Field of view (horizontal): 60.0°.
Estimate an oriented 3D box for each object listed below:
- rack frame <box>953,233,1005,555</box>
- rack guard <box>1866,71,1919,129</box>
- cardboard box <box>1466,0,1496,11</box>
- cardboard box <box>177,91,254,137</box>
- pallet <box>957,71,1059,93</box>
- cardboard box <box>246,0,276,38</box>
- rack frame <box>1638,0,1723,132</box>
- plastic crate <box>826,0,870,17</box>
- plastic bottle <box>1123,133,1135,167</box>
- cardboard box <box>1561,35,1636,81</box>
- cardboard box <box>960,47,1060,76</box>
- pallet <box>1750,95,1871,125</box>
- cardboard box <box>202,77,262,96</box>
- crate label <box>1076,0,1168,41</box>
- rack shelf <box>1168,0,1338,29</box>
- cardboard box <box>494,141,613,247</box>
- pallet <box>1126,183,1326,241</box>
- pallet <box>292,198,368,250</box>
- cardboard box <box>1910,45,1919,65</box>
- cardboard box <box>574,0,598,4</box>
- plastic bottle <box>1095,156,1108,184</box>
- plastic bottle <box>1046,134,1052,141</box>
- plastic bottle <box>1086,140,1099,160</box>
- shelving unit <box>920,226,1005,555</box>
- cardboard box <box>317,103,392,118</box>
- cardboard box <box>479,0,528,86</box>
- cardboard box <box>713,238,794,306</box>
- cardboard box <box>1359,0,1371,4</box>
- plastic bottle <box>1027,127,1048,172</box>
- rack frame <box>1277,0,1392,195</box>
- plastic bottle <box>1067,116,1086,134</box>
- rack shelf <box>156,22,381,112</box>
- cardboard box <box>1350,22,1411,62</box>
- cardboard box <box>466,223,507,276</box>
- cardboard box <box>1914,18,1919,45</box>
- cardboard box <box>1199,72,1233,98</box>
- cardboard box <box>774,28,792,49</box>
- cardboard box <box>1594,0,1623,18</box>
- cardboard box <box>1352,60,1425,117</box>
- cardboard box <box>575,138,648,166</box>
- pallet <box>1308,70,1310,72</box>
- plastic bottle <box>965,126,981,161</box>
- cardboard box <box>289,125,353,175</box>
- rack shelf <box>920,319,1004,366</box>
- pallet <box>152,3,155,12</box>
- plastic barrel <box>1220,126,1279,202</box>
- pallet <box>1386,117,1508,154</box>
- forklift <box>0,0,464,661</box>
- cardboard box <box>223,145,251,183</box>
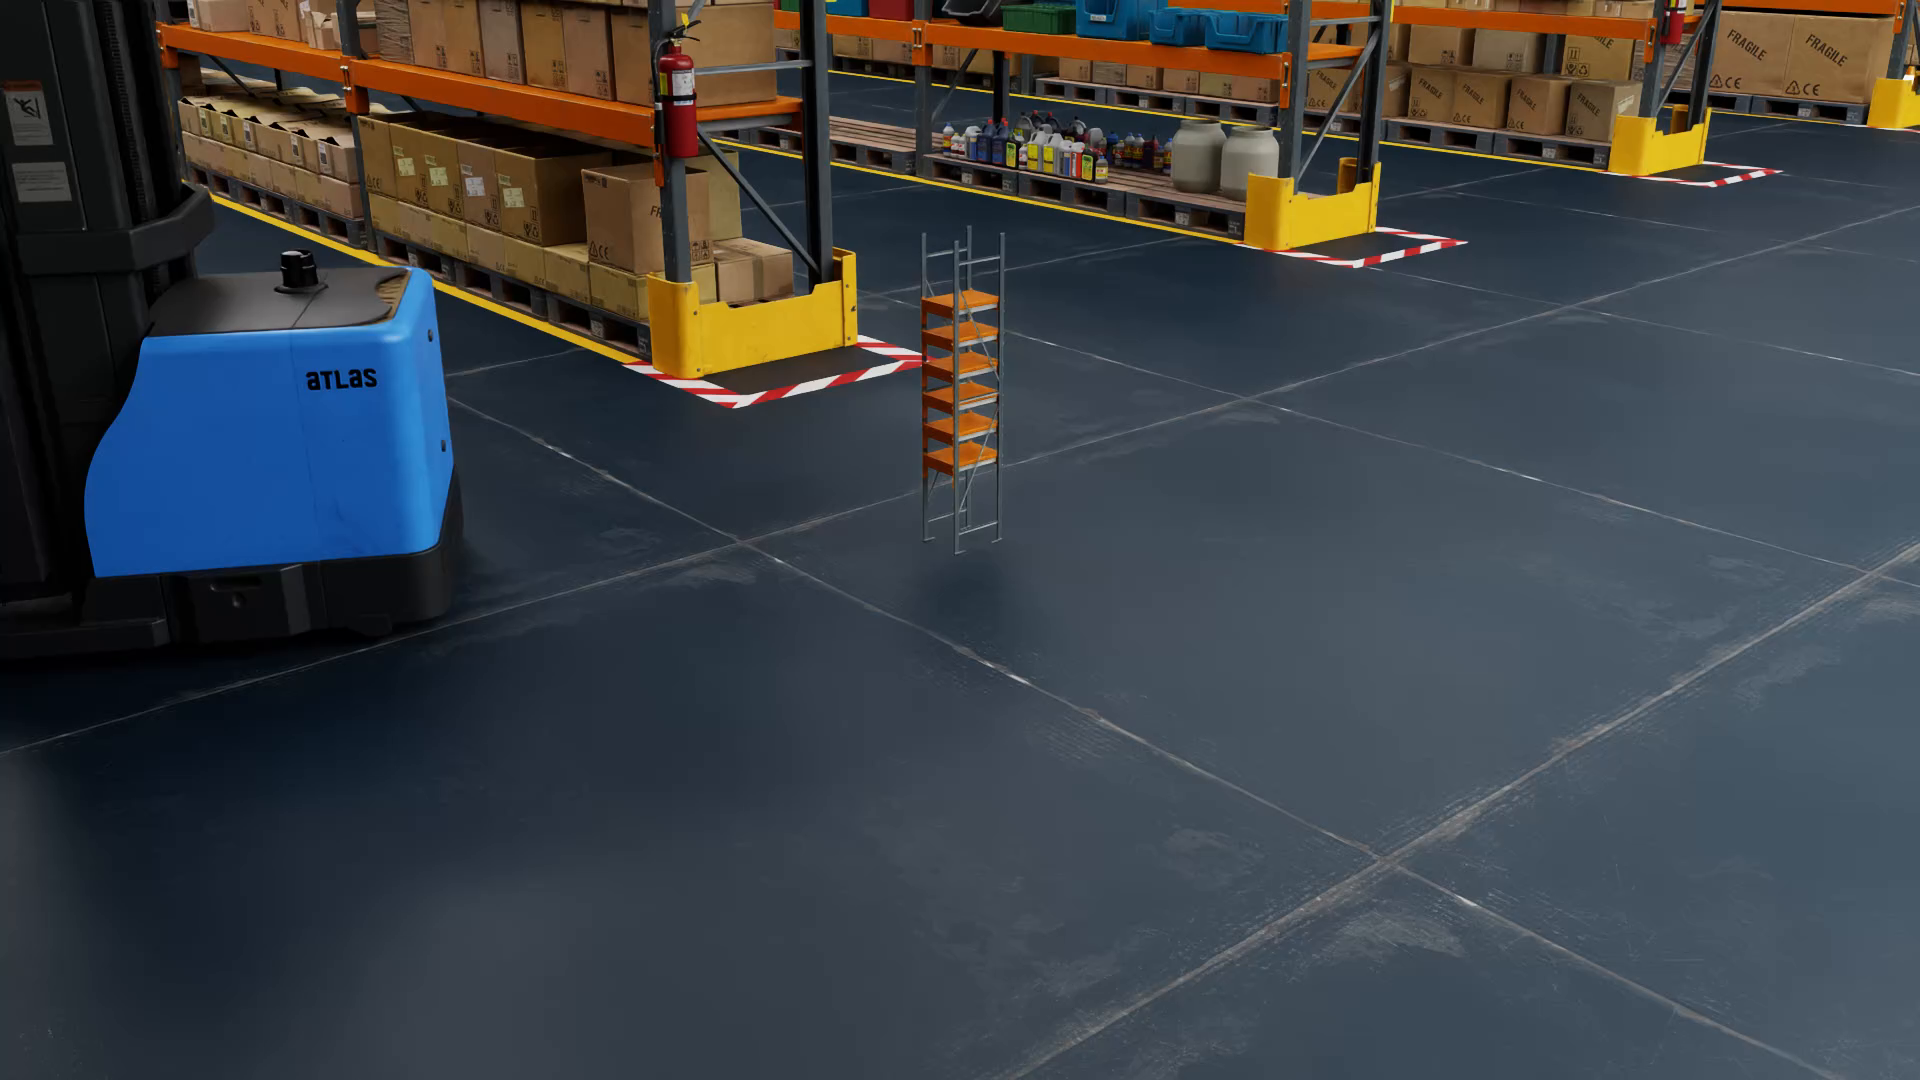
[{"bbox_3d":[0.069,-0.529,6.190,0.240,1.200,0.006,-17,27,-37],"label":"rack frame"},{"bbox_3d":[10.230,-4.753,17.935,1.175,0.500,0.348,-17,27,-37],"label":"rack guard"},{"bbox_3d":[4.990,-5.073,15.668,0.380,0.149,0.250,-17,27,-37],"label":"cardboard box"},{"bbox_3d":[-6.219,-3.586,13.952,0.500,0.311,0.500,-16,27,-36],"label":"cardboard box"},{"bbox_3d":[0.712,-5.919,21.306,1.003,0.211,1.213,-17,27,-37],"label":"pallet"},{"bbox_3d":[-5.230,-4.211,12.985,0.500,0.500,0.500,-19,29,-40],"label":"cardboard box"},{"bbox_3d":[6.391,-4.771,14.552,1.000,3.000,0.127,-17,27,-37],"label":"rack frame"},{"bbox_3d":[-0.928,-4.920,14.955,0.392,0.384,0.575,-17,27,-37],"label":"plastic crate"},{"bbox_3d":[1.402,-3.224,13.740,0.097,0.271,0.097,0,21,0],"label":"plastic bottle"},{"bbox_3d":[7.961,-6.045,20.142,0.875,0.875,0.875,-17,27,-37],"label":"cardboard box"},{"bbox_3d":[0.734,-6.383,21.006,1.225,0.875,0.875,-19,28,-40],"label":"cardboard box"},{"bbox_3d":[9.633,-4.828,18.521,1.003,0.211,1.213,-17,27,-37],"label":"pallet"},{"bbox_3d":[-6.765,-4.002,15.413,0.500,0.500,0.500,-19,28,-39],"label":"cardboard box"},{"bbox_3d":[1.233,-4.053,12.669,0.502,0.435,0.616,-17,27,-37],"label":"crate label"},{"bbox_3d":[2.475,-6.094,18.916,1.077,0.370,4.000,-17,27,-37],"label":"rack shelf"},{"bbox_3d":[-2.355,-2.028,9.716,0.500,0.500,0.500,-17,27,-37],"label":"cardboard box"},{"bbox_3d":[2.027,-2.529,12.652,1.003,0.211,1.213,-17,27,-37],"label":"pallet"},{"bbox_3d":[-4.238,-2.415,12.360,1.003,0.211,1.213,-17,27,-37],"label":"pallet"},{"bbox_3d":[12.835,-6.350,21.777,0.500,0.250,0.500,-17,27,-37],"label":"cardboard box"},{"bbox_3d":[-1.849,-2.965,8.915,0.380,0.149,0.250,-18,28,-38],"label":"cardboard box"},{"bbox_3d":[1.108,-2.897,13.001,0.097,0.201,0.097,0,21,0],"label":"plastic bottle"},{"bbox_3d":[0.737,-3.185,13.633,0.152,0.276,0.135,-17,27,-37],"label":"plastic bottle"},{"bbox_3d":[1.045,-3.037,13.246,0.061,0.283,0.133,-17,27,-37],"label":"plastic bottle"},{"bbox_3d":[0.009,-0.555,6.255,0.258,1.200,0.189,-17,27,-37],"label":"shelving unit"},{"bbox_3d":[-4.813,-3.293,13.205,0.500,0.311,0.500,-17,27,-36],"label":"cardboard box"},{"bbox_3d":[-2.424,-3.019,9.943,0.700,0.500,0.500,-16,27,-36],"label":"cardboard box"},{"bbox_3d":[-1.298,-1.530,9.472,0.500,0.250,0.500,-17,27,-37],"label":"cardboard box"},{"bbox_3d":[4.200,-5.427,16.571,0.380,0.149,0.250,-17,27,-37],"label":"cardboard box"},{"bbox_3d":[0.641,-3.177,13.512,0.144,0.351,0.185,-18,27,-38],"label":"plastic bottle"},{"bbox_3d":[2.639,-3.592,11.542,1.000,3.000,0.127,-17,27,-37],"label":"rack frame"},{"bbox_3d":[1.003,-3.417,14.124,0.144,0.351,0.185,-18,27,-38],"label":"plastic bottle"},{"bbox_3d":[-5.033,-3.737,12.898,1.077,0.370,4.000,-17,27,-37],"label":"rack shelf"},{"bbox_3d":[5.895,-6.852,22.374,1.050,0.750,0.750,-17,27,-37],"label":"cardboard box"},{"bbox_3d":[-2.678,-1.818,10.208,0.500,0.250,0.500,-17,27,-37],"label":"cardboard box"},{"bbox_3d":[12.835,-6.697,21.636,0.500,0.500,0.500,-16,27,-36],"label":"cardboard box"},{"bbox_3d":[3.099,-5.228,18.544,0.700,0.500,0.500,-18,27,-38],"label":"cardboard box"},{"bbox_3d":[-2.400,-7.743,24.477,0.875,0.875,0.875,-17,27,-37],"label":"cardboard box"},{"bbox_3d":[5.886,-4.753,14.850,0.380,0.149,0.250,-17,27,-37],"label":"cardboard box"},{"bbox_3d":[4.391,-4.631,17.047,0.500,0.500,0.500,-9,23,-21],"label":"cardboard box"},{"bbox_3d":[-1.962,-2.152,10.032,0.500,0.500,0.500,-17,27,-37],"label":"cardboard box"},{"bbox_3d":[5.450,-6.600,23.045,1.003,0.211,1.213,-17,27,-37],"label":"pallet"},{"bbox_3d":[0.136,-3.359,14.077,0.152,0.276,0.135,-16,27,-36],"label":"plastic bottle"},{"bbox_3d":[-4.553,-2.881,12.153,0.500,0.311,0.500,-17,27,-36],"label":"cardboard box"},{"bbox_3d":[0.009,-0.737,6.184,0.258,0.103,0.180,-17,27,-37],"label":"rack shelf"},{"bbox_3d":[-7.611,-5.071,15.581,1.003,0.211,1.213,-17,27,-37],"label":"pallet"},{"bbox_3d":[2.151,-2.793,12.337,0.421,0.512,0.421,0,21,0],"label":"plastic barrel"},{"bbox_3d":[5.046,-4.063,16.569,1.003,0.211,1.213,-17,27,-37],"label":"pallet"},{"bbox_3d":[-3.319,-1.100,5.274,3.031,2.935,1.130,-5,22,-11],"label":"forklift"},{"bbox_3d":[-5.546,-3.044,13.337,0.500,0.250,0.500,-18,28,-39],"label":"cardboard box"}]
